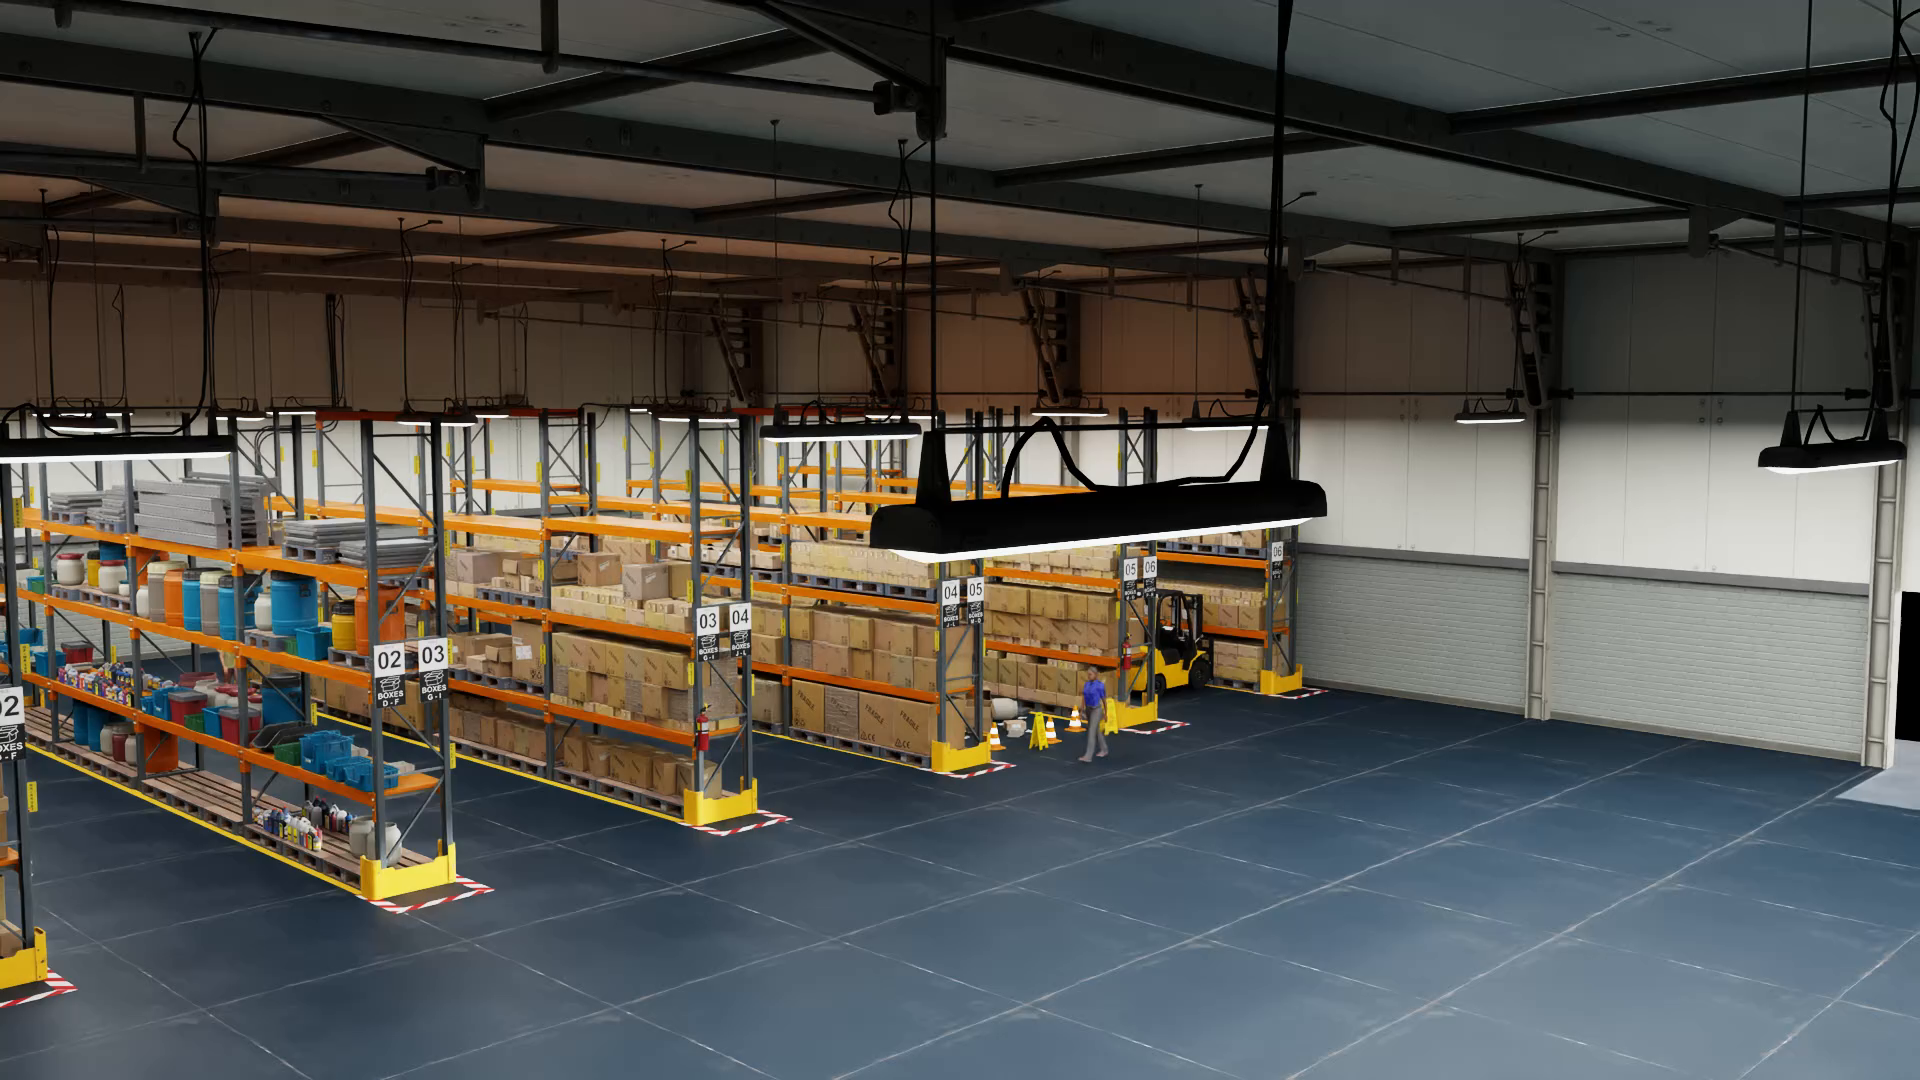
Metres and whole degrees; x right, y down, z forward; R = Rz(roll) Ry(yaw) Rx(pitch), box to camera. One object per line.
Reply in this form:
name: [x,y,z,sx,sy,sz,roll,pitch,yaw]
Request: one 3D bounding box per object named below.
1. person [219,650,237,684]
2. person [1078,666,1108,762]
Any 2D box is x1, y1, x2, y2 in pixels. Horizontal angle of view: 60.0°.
person: [-14.639,2.542,33.376,0.426,1.614,1.008,-4,7,-40]
person: [2.281,2.988,28.628,0.866,1.609,0.476,-3,6,-34]
